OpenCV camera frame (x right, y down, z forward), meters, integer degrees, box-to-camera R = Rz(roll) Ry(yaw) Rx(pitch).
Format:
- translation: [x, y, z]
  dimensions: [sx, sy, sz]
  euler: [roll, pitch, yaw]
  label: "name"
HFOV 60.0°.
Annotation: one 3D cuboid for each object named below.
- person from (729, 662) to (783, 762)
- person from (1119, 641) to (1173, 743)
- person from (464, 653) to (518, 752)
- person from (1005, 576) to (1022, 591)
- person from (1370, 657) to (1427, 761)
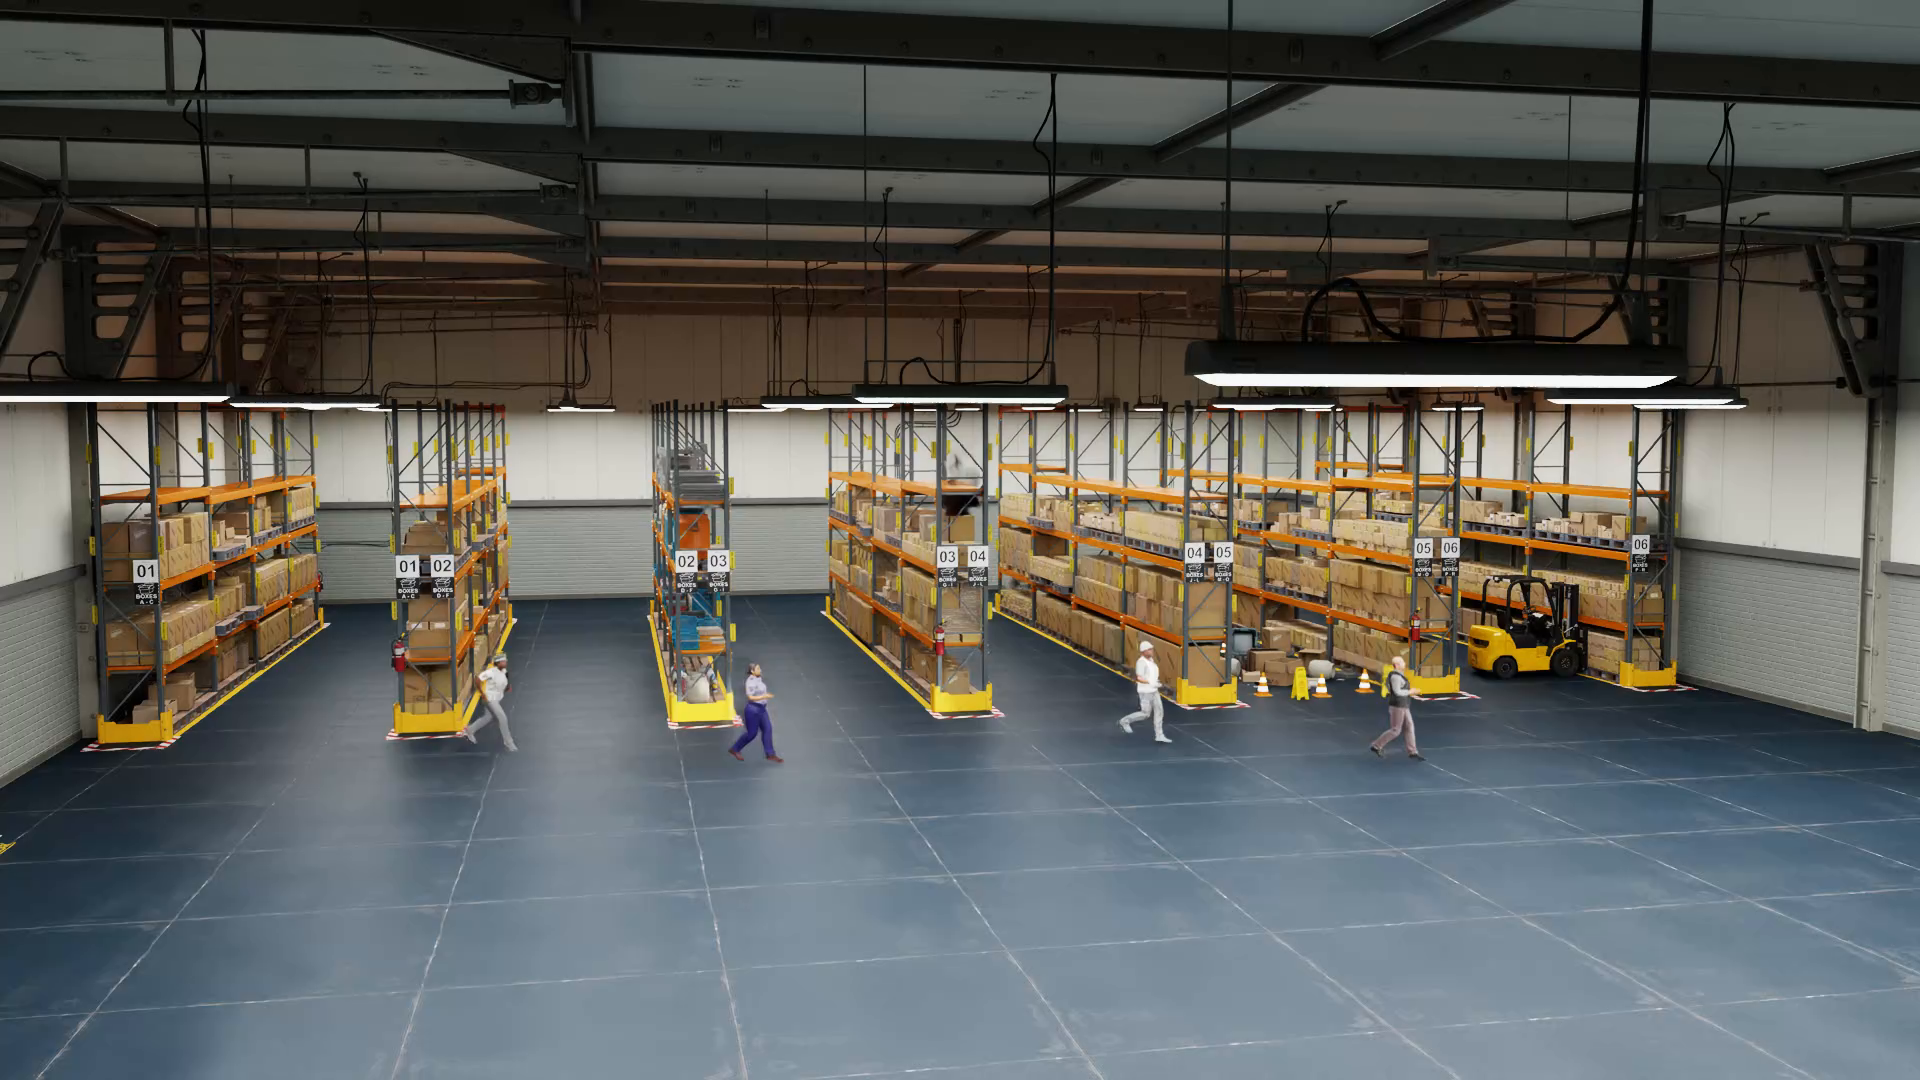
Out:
- translation: [-3.349, 2.829, 27.237]
  dimensions: [0.880, 1.634, 0.608]
  euler: [1, 4, 10]
  label: "person"
- translation: [3.268, 2.654, 29.104]
  dimensions: [0.953, 1.774, 0.694]
  euler: [2, 5, 27]
  label: "person"
- translation: [-8.023, 2.761, 28.417]
  dimensions: [1.052, 1.691, 0.580]
  euler: [1, 4, 14]
  label: "person"
- translation: [1.585, 1.116, 50.054]
  dimensions: [0.903, 1.639, 0.617]
  euler: [2, 5, 25]
  label: "person"
- translation: [7.223, 2.770, 27.339]
  dimensions: [0.906, 1.715, 0.661]
  euler: [2, 5, 21]
  label: "person"
